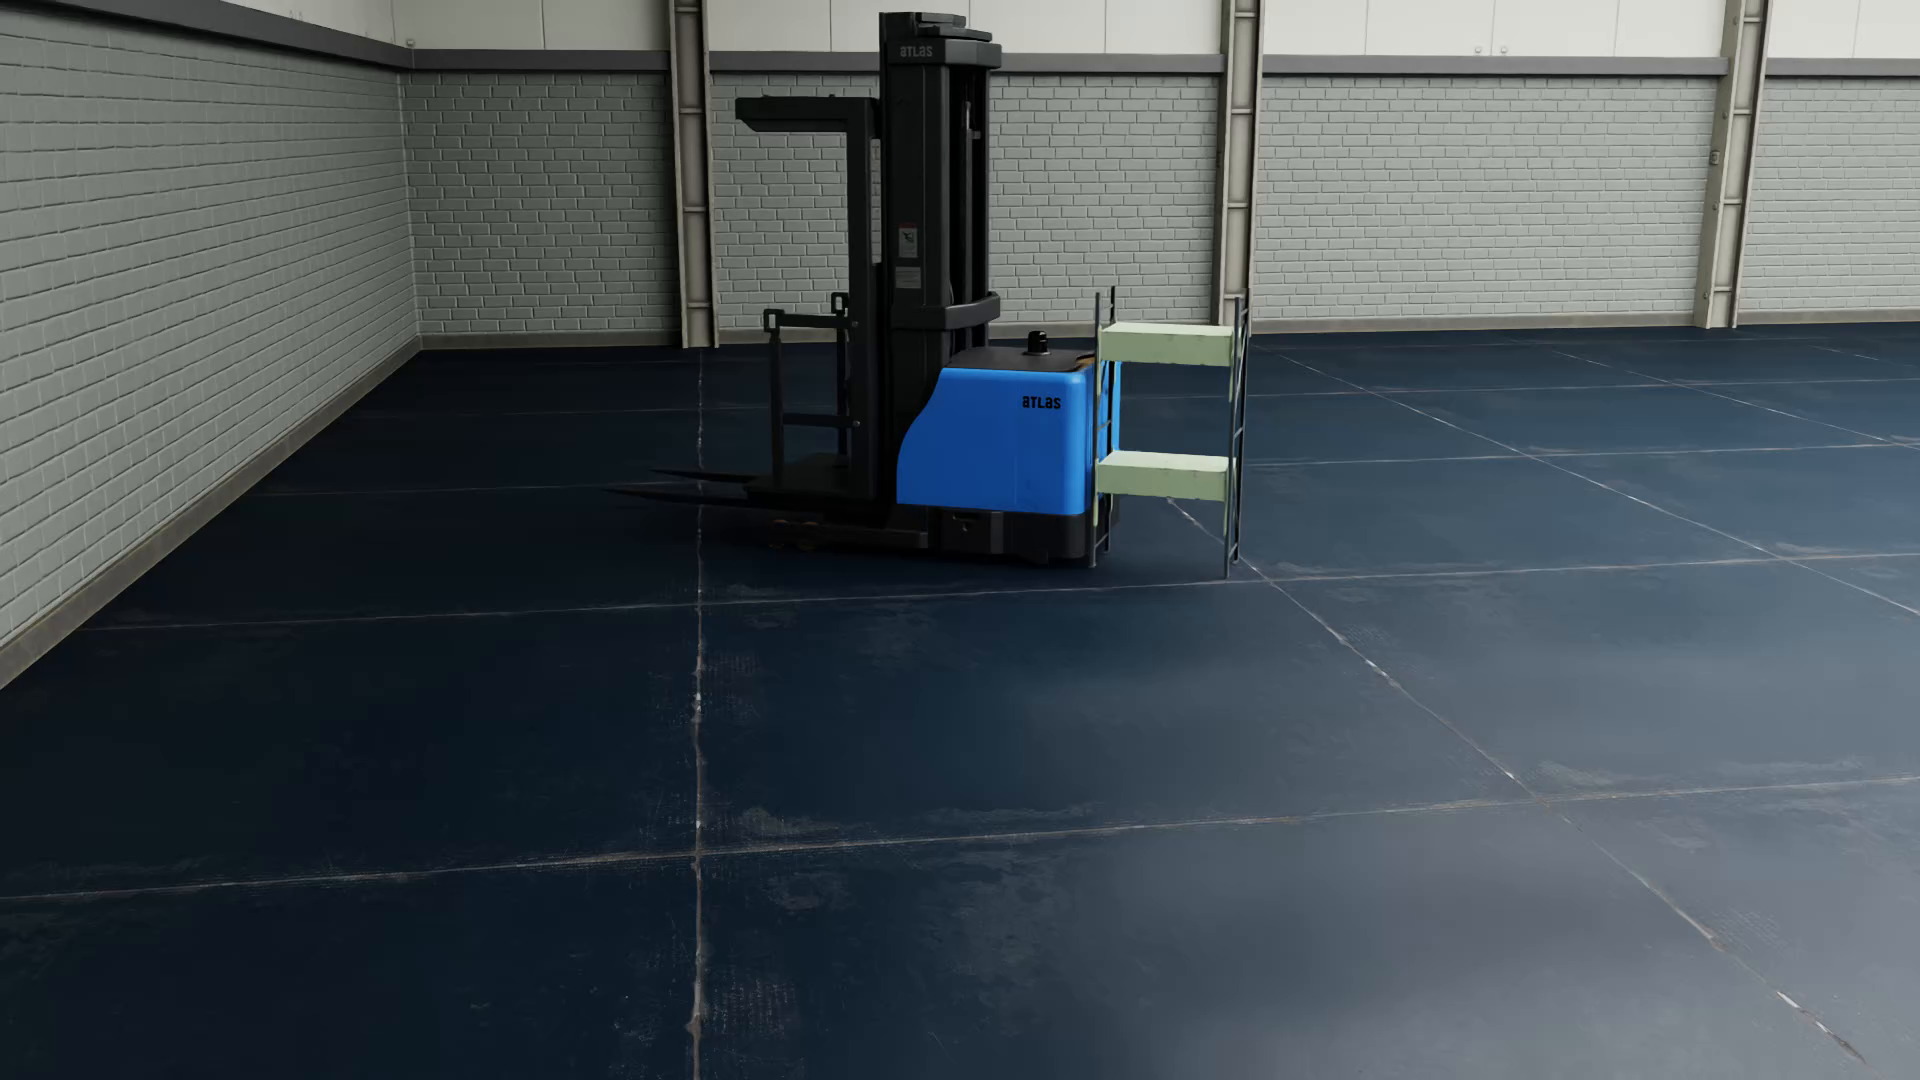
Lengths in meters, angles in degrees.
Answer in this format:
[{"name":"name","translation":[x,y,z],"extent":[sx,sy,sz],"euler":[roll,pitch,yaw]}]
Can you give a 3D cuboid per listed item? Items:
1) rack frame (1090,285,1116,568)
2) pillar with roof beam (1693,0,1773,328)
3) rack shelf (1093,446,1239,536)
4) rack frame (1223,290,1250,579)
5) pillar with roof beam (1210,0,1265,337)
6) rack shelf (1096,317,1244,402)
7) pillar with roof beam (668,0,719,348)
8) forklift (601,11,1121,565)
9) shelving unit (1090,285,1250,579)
[{"name":"rack frame","translation":[0.782,-0.620,9.102],"extent":[0.023,1.500,0.400],"euler":[5,15,17]},{"name":"pillar with roof beam","translation":[9.672,-5.887,14.698],"extent":[0.400,9.000,9.100],"euler":[-2,14,-8]},{"name":"rack shelf","translation":[1.130,-0.276,9.075],"extent":[0.720,0.370,0.431],"euler":[5,15,17]},{"name":"rack frame","translation":[1.480,-0.564,8.889],"extent":[0.023,1.500,0.400],"euler":[5,15,17]},{"name":"pillar with roof beam","translation":[3.739,-5.670,13.831],"extent":[0.400,9.000,9.100],"euler":[-2,14,-8]},{"name":"rack shelf","translation":[1.132,-0.970,8.900],"extent":[0.720,0.370,0.431],"euler":[5,15,17]},{"name":"pillar with roof beam","translation":[-2.194,-5.453,12.964],"extent":[0.400,9.000,9.100],"euler":[-2,14,-8]},{"name":"forklift","translation":[-0.627,-1.477,9.588],"extent":[3.031,2.935,1.130],"euler":[5,15,17]},{"name":"shelving unit","translation":[1.131,-0.592,8.996],"extent":[0.755,1.500,0.431],"euler":[5,15,17]}]
